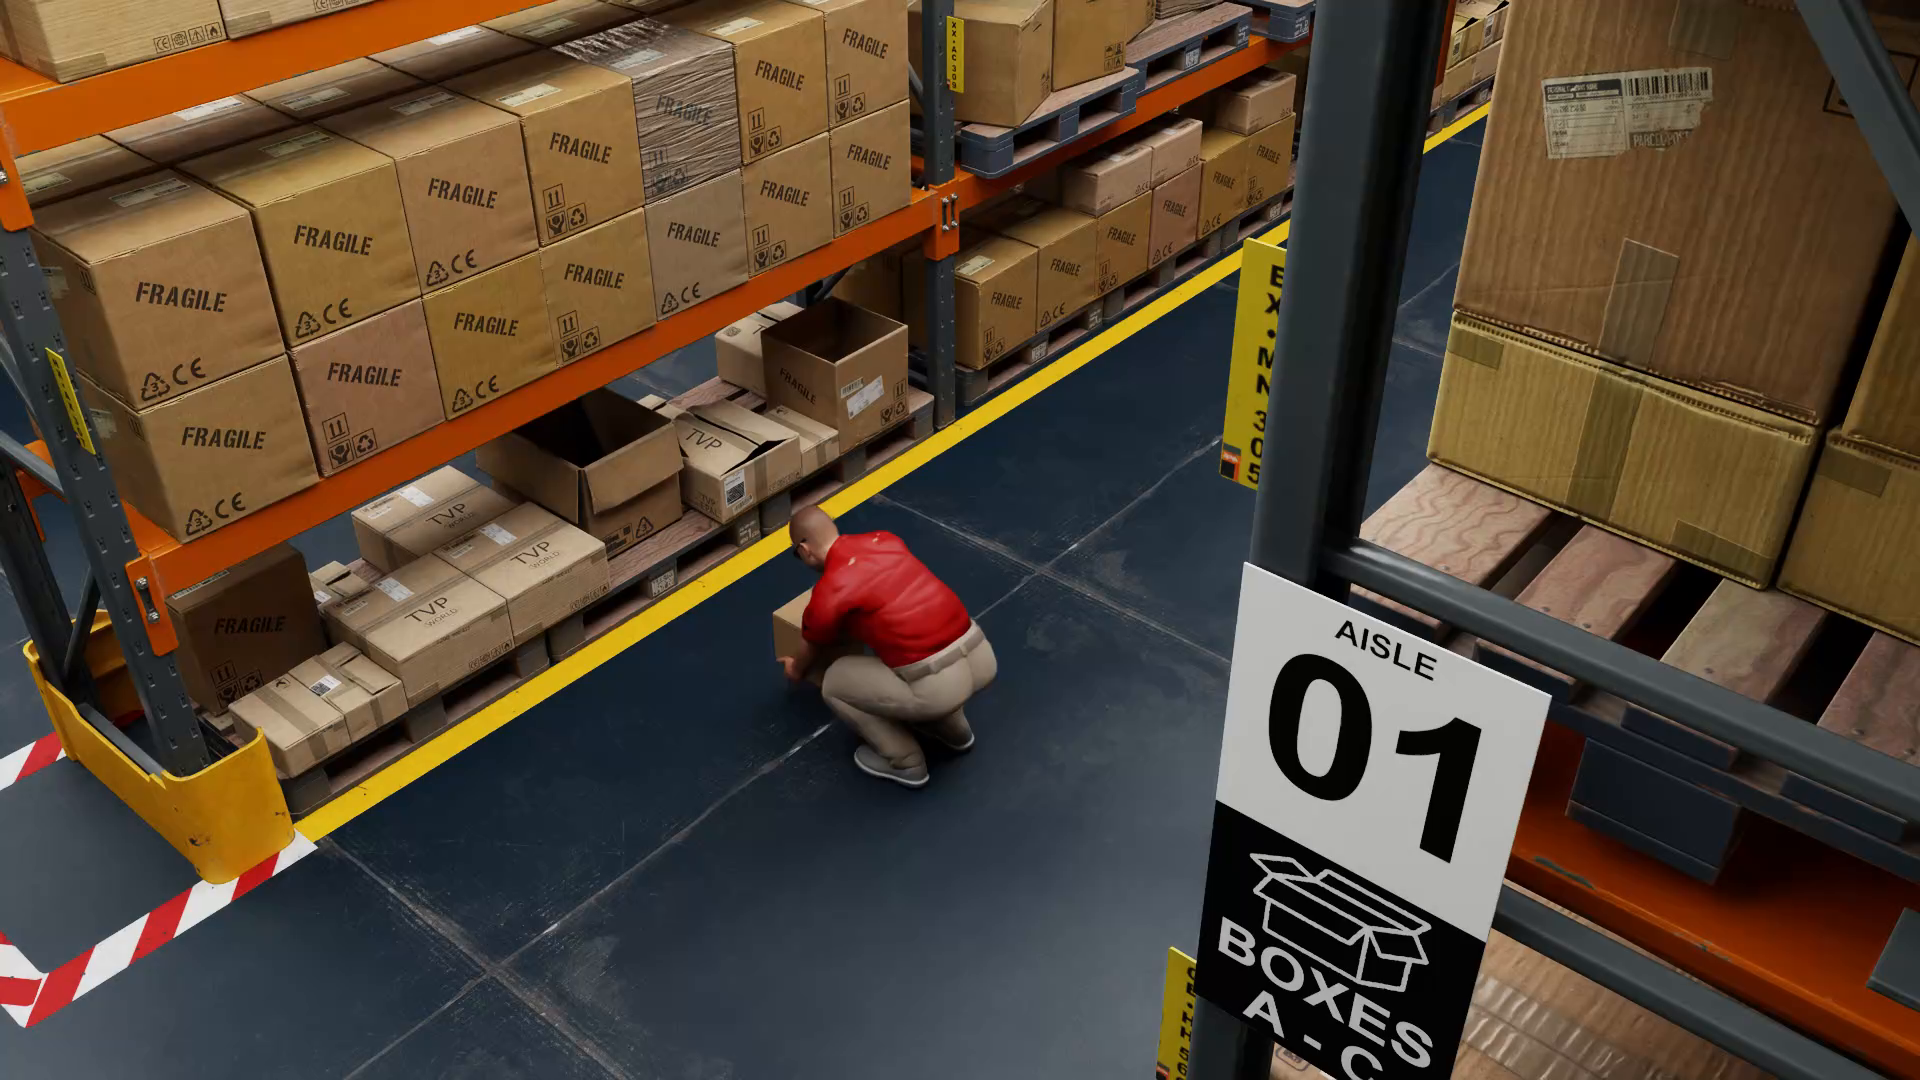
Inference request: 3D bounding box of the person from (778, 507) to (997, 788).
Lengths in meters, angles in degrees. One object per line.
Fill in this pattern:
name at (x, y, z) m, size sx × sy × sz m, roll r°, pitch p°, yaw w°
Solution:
person at (-0.296, 0.375, 6.284) m, size 0.895 × 0.985 × 0.533 m, roll 24°, pitch 42°, yaw 31°
